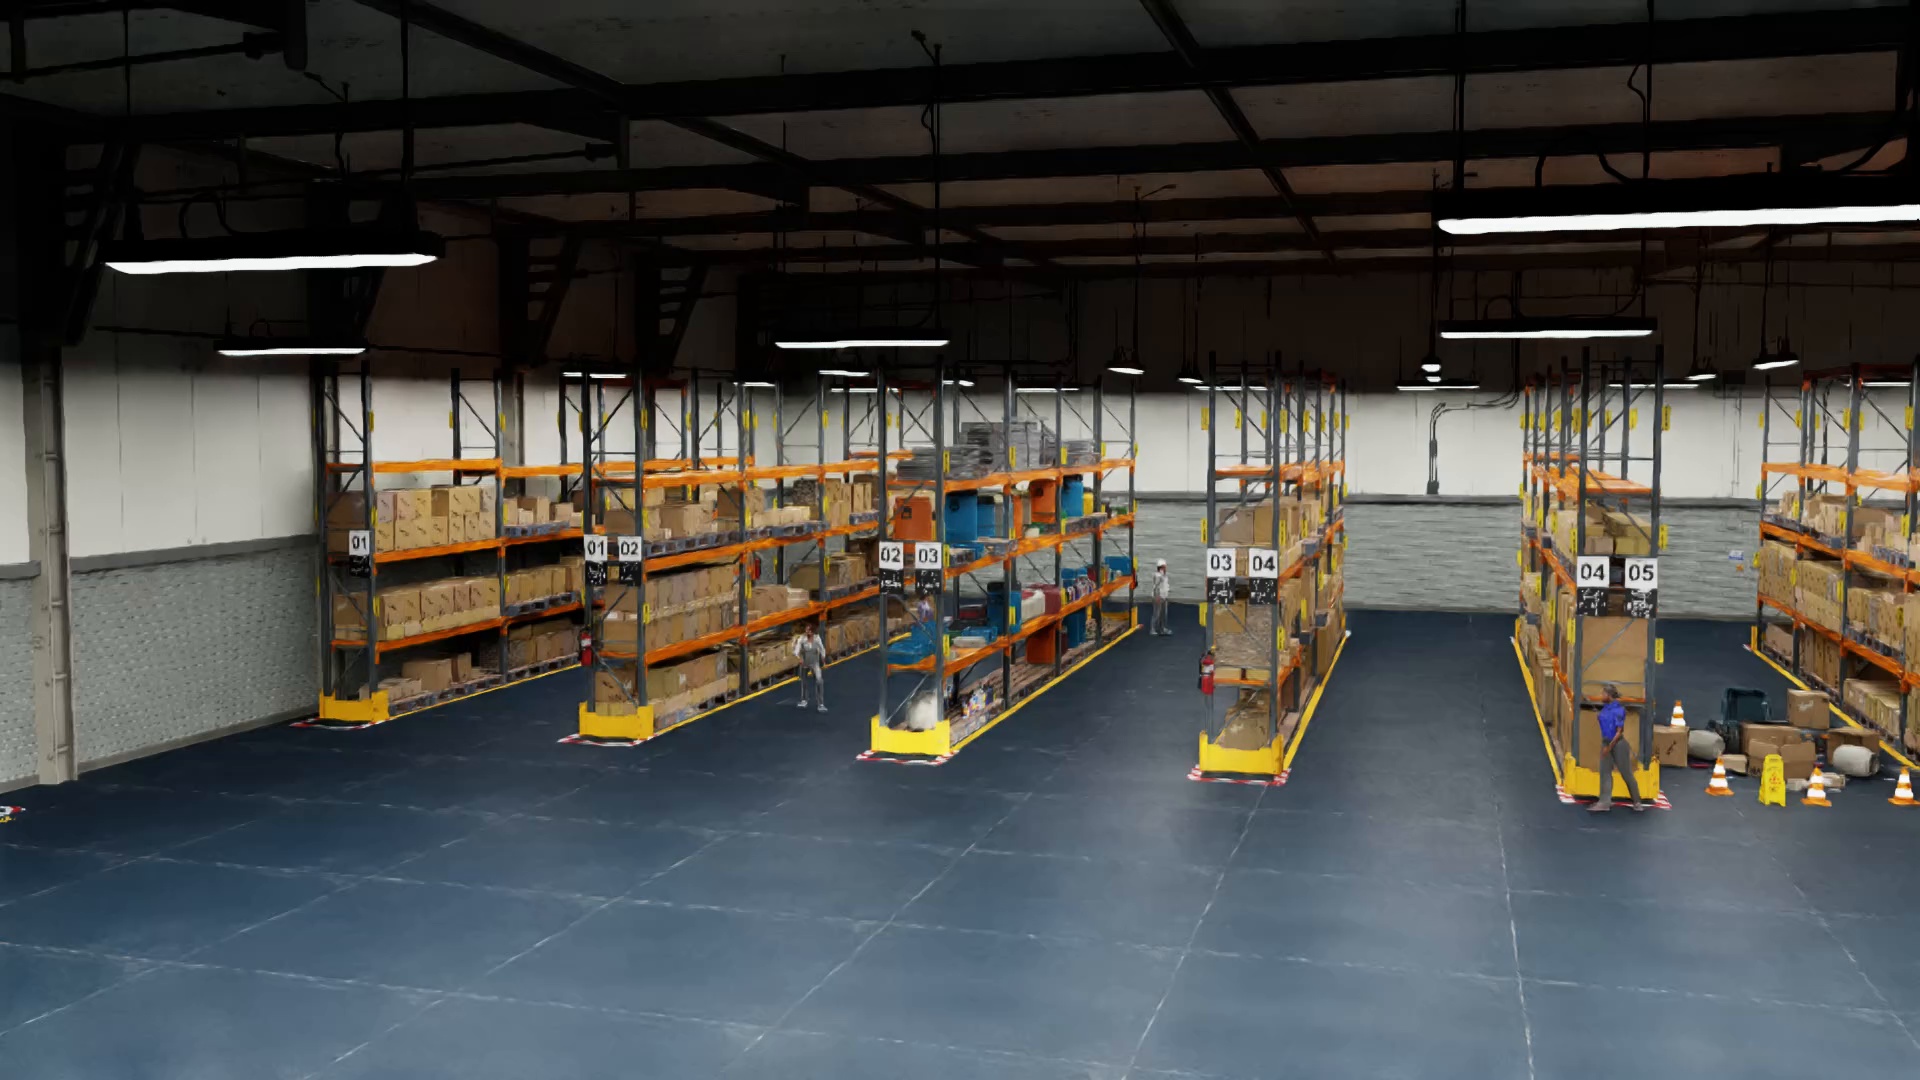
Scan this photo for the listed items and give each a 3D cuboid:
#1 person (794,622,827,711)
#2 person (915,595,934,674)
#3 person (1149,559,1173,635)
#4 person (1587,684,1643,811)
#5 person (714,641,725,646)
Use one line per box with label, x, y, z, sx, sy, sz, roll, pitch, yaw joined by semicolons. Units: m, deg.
person;-2.579;2.169;28.821;0.569;1.530;0.774;0;4;-2
person;-0.673;1.807;33.071;0.430;1.653;0.530;-1;4;-13
person;4.685;1.335;38.864;0.479;1.767;0.616;2;4;22
person;8.423;2.688;21.318;0.684;1.586;0.490;-1;4;-13
person;-4.888;1.642;34.335;0.454;1.786;0.620;-1;4;-15
